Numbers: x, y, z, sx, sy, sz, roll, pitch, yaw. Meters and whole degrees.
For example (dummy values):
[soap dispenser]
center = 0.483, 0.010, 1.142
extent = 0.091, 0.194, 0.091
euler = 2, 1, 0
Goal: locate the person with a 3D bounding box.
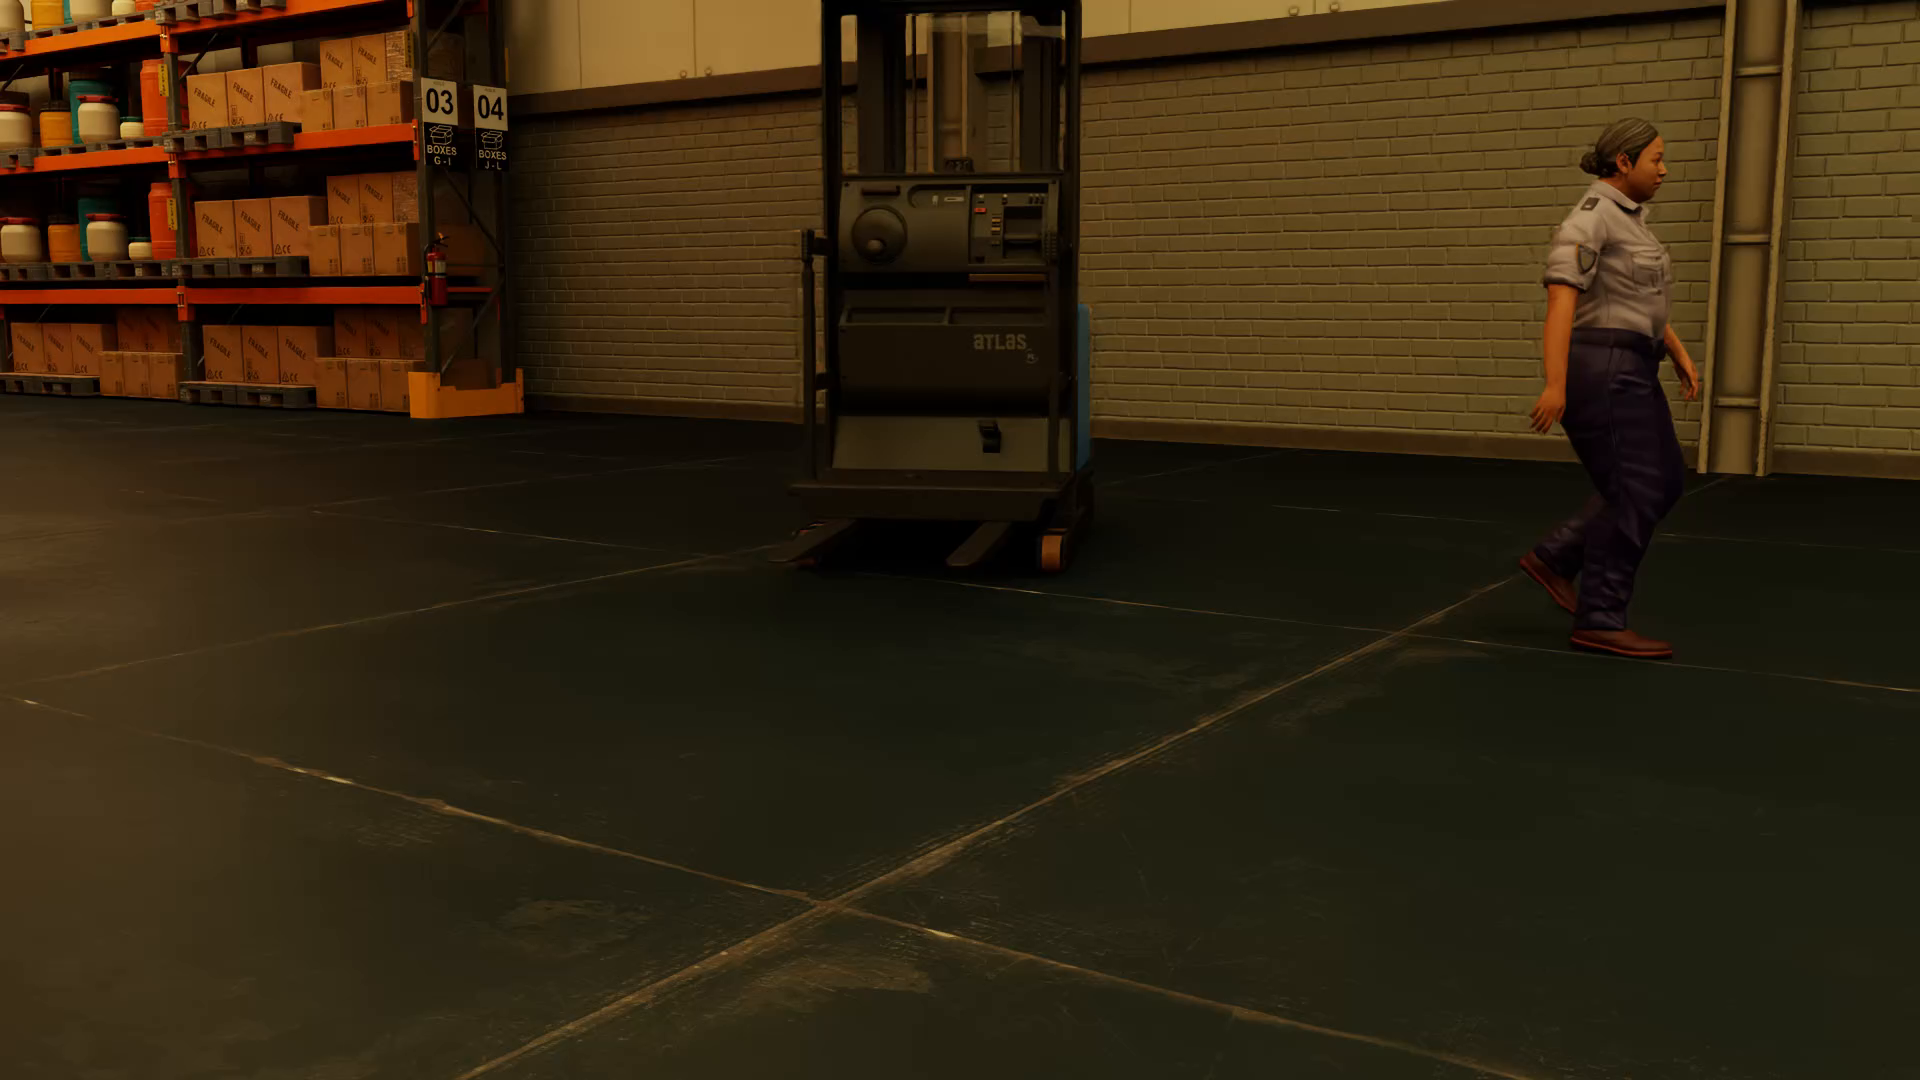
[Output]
[person]
center = 1.997, -0.473, 5.166
extent = 0.508, 1.632, 0.689
euler = 4, 9, 28

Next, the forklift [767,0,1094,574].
[forklift]
center = -0.079, -1.365, 6.791
extent = 1.130, 2.935, 3.031
euler = 1, 8, 9
